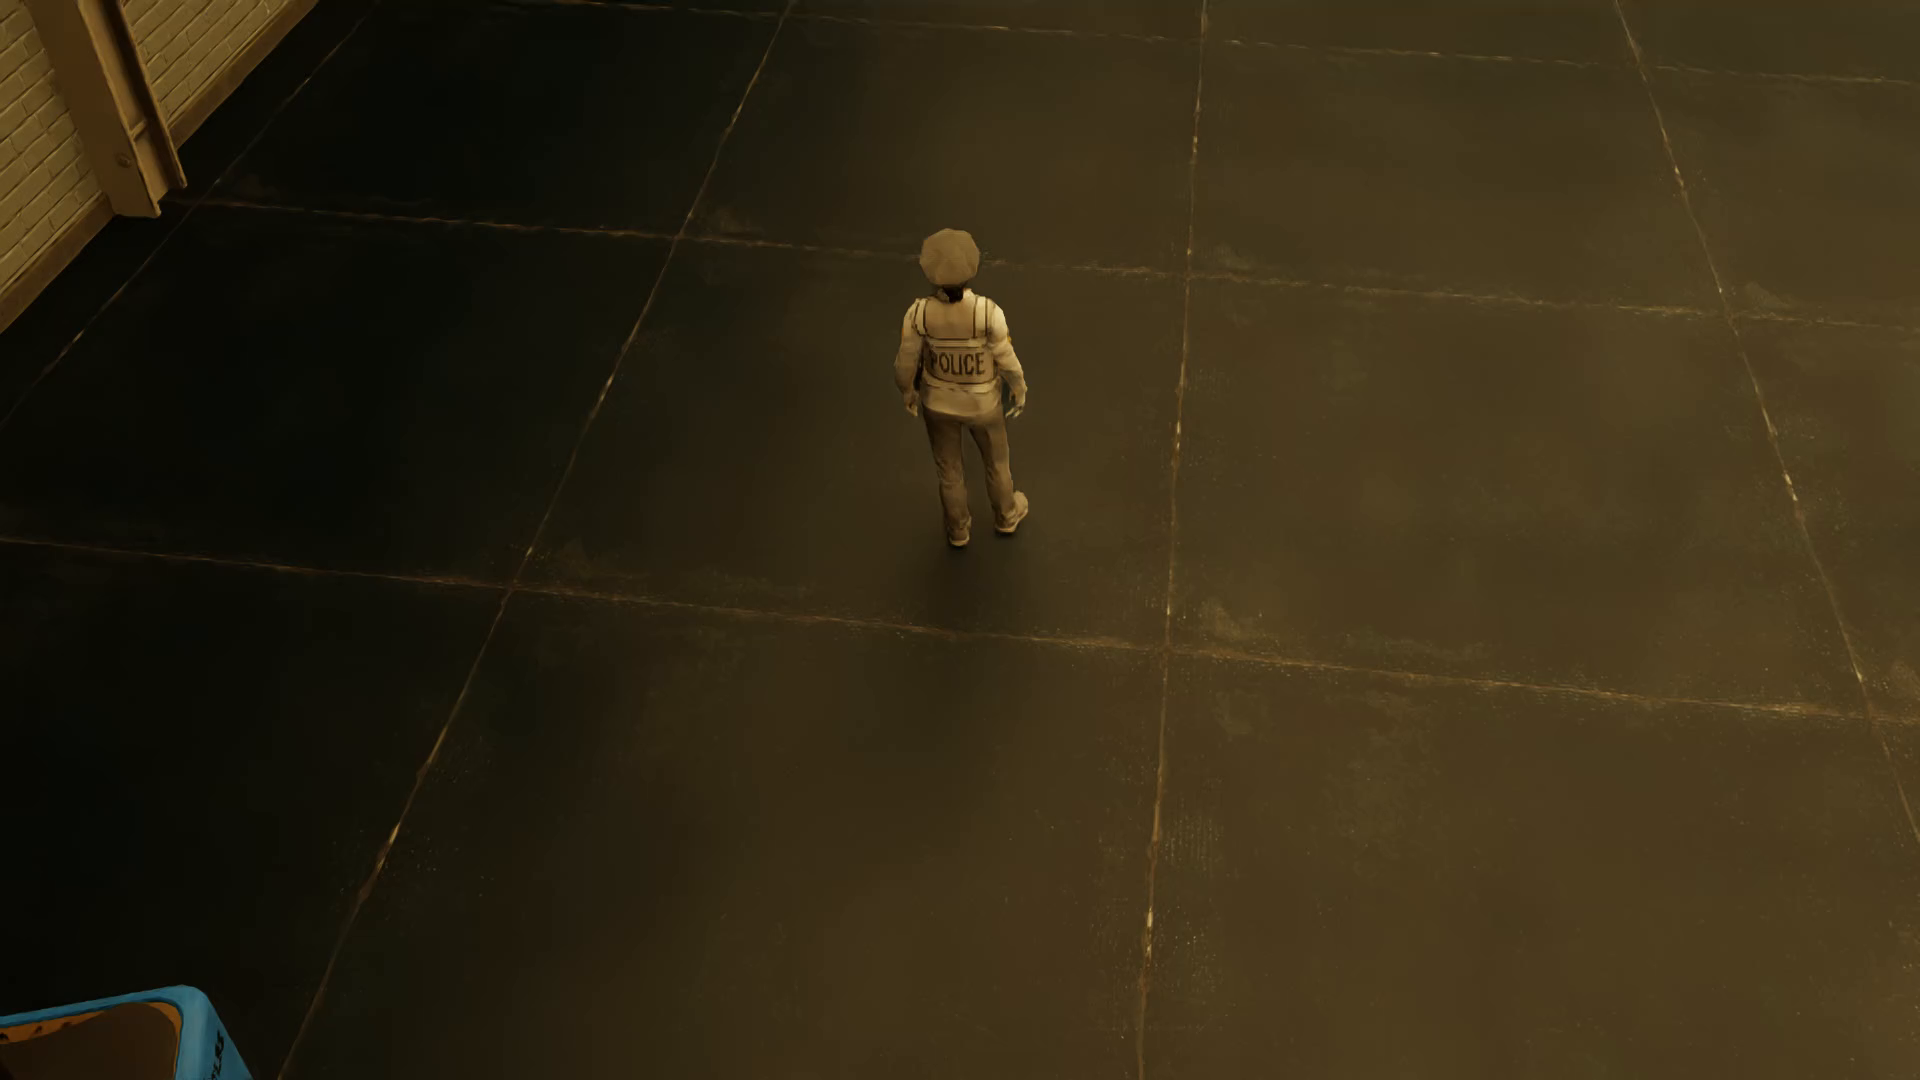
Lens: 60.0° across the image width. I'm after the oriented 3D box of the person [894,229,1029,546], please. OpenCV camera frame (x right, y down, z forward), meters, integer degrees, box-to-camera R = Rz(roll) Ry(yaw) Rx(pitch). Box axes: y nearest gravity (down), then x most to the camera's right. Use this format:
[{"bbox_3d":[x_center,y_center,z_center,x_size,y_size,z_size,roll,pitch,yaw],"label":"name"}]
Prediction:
[{"bbox_3d":[0.016,-0.674,7.361,0.586,1.695,0.533,5,43,6],"label":"person"}]
